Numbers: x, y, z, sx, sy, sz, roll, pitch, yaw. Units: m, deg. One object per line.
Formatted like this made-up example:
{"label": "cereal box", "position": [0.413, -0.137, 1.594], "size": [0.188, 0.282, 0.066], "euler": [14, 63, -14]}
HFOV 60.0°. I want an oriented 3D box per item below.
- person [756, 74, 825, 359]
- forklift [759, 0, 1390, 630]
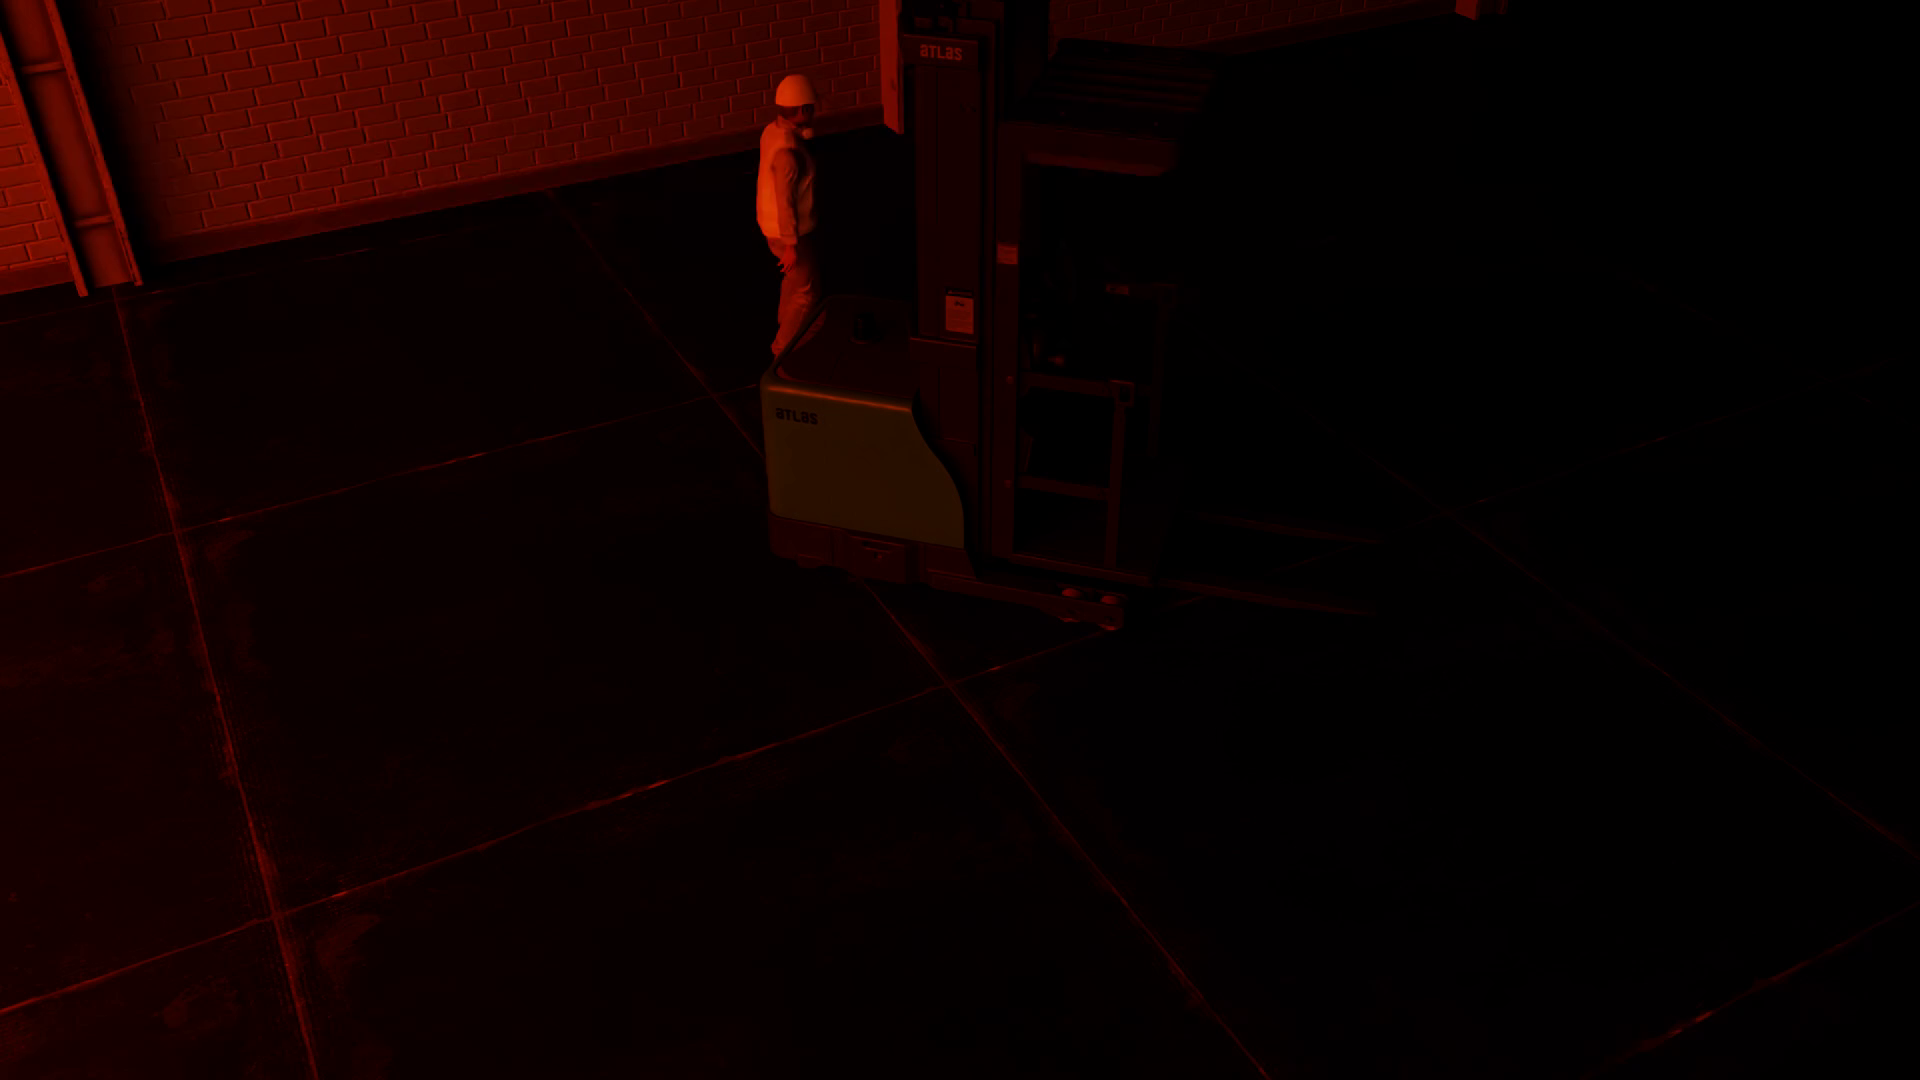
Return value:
{"label": "person", "position": [-0.977, -1.892, 9.831], "size": [0.442, 1.744, 0.823], "euler": [-9, 36, -12]}
{"label": "forklift", "position": [0.602, -1.104, 7.685], "size": [3.031, 2.935, 1.130], "euler": [10, 36, 14]}
